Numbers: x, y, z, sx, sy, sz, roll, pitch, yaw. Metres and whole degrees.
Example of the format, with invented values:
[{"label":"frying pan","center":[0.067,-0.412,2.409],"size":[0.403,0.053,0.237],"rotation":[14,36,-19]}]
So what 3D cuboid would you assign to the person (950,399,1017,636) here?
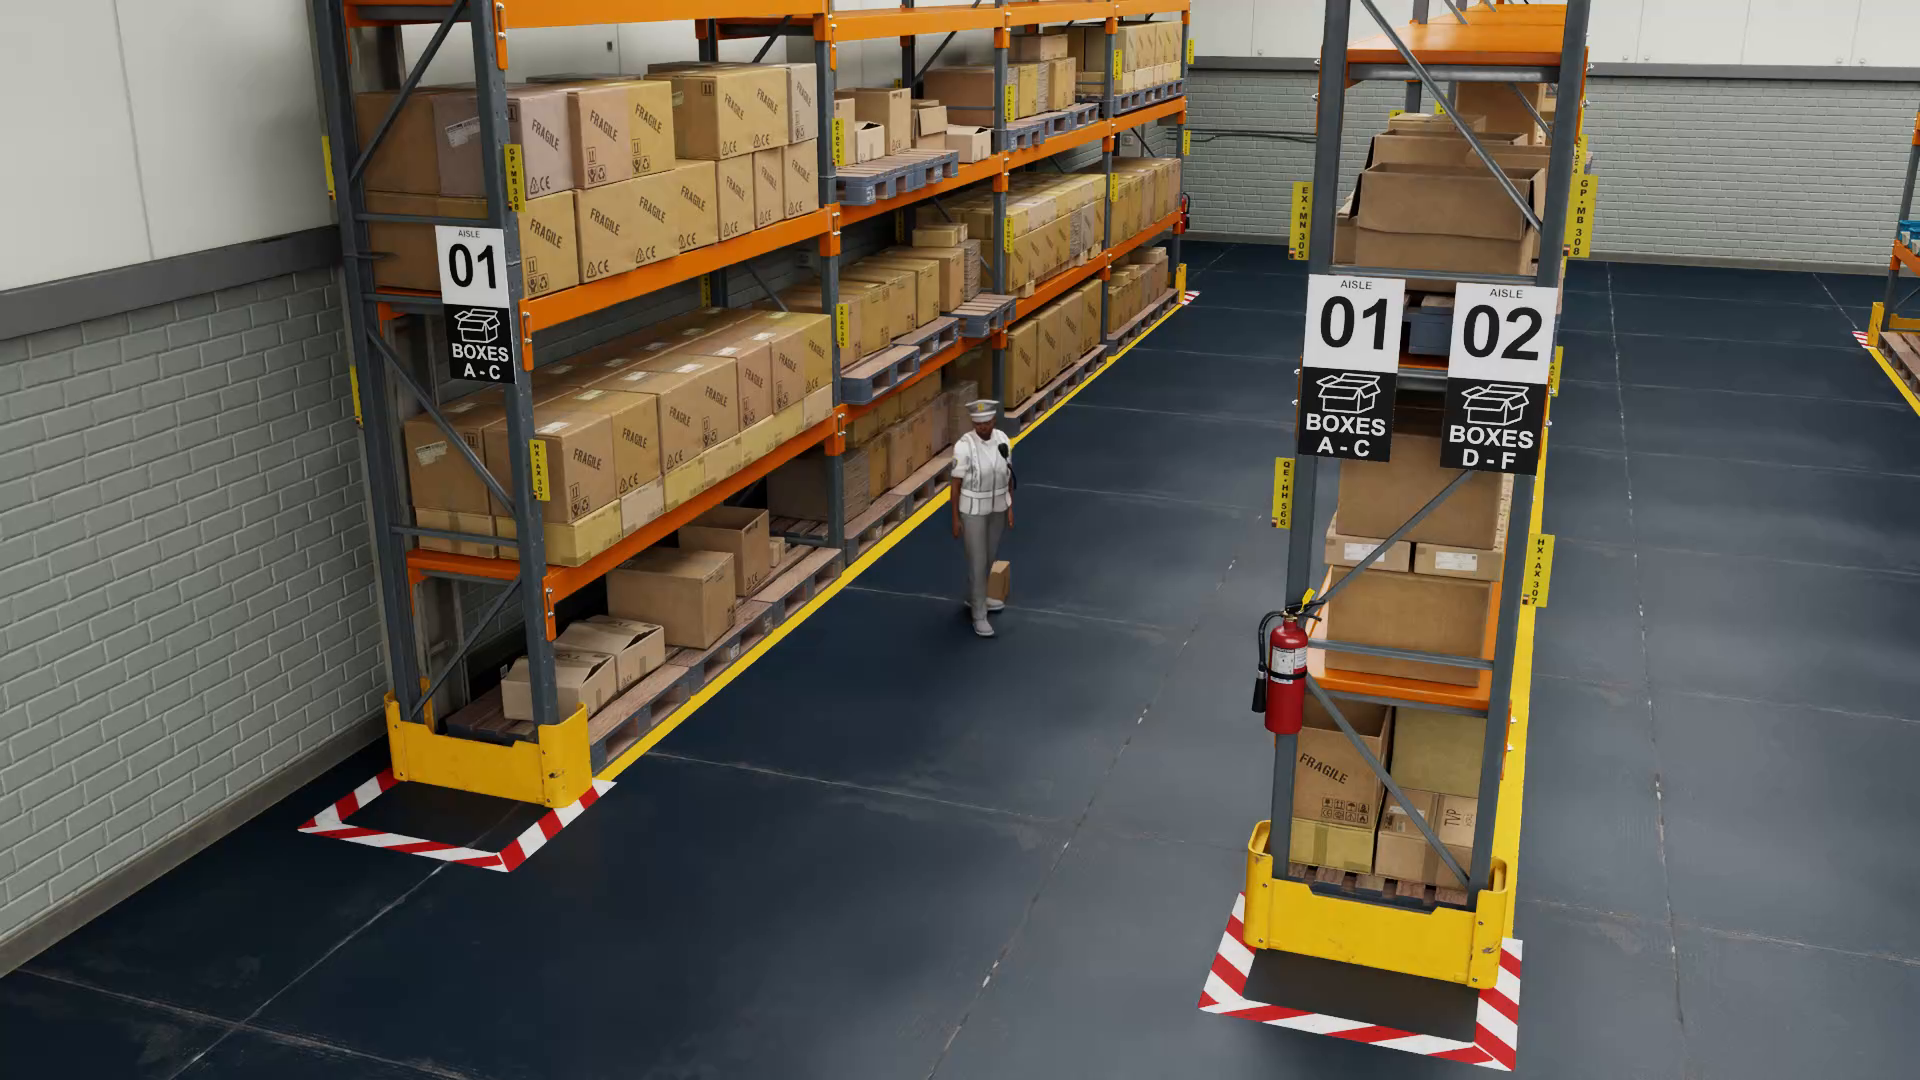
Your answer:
[{"label":"person","center":[0.160,-0.203,11.645],"size":[0.498,1.661,0.588],"rotation":[-11,22,-30]}]
